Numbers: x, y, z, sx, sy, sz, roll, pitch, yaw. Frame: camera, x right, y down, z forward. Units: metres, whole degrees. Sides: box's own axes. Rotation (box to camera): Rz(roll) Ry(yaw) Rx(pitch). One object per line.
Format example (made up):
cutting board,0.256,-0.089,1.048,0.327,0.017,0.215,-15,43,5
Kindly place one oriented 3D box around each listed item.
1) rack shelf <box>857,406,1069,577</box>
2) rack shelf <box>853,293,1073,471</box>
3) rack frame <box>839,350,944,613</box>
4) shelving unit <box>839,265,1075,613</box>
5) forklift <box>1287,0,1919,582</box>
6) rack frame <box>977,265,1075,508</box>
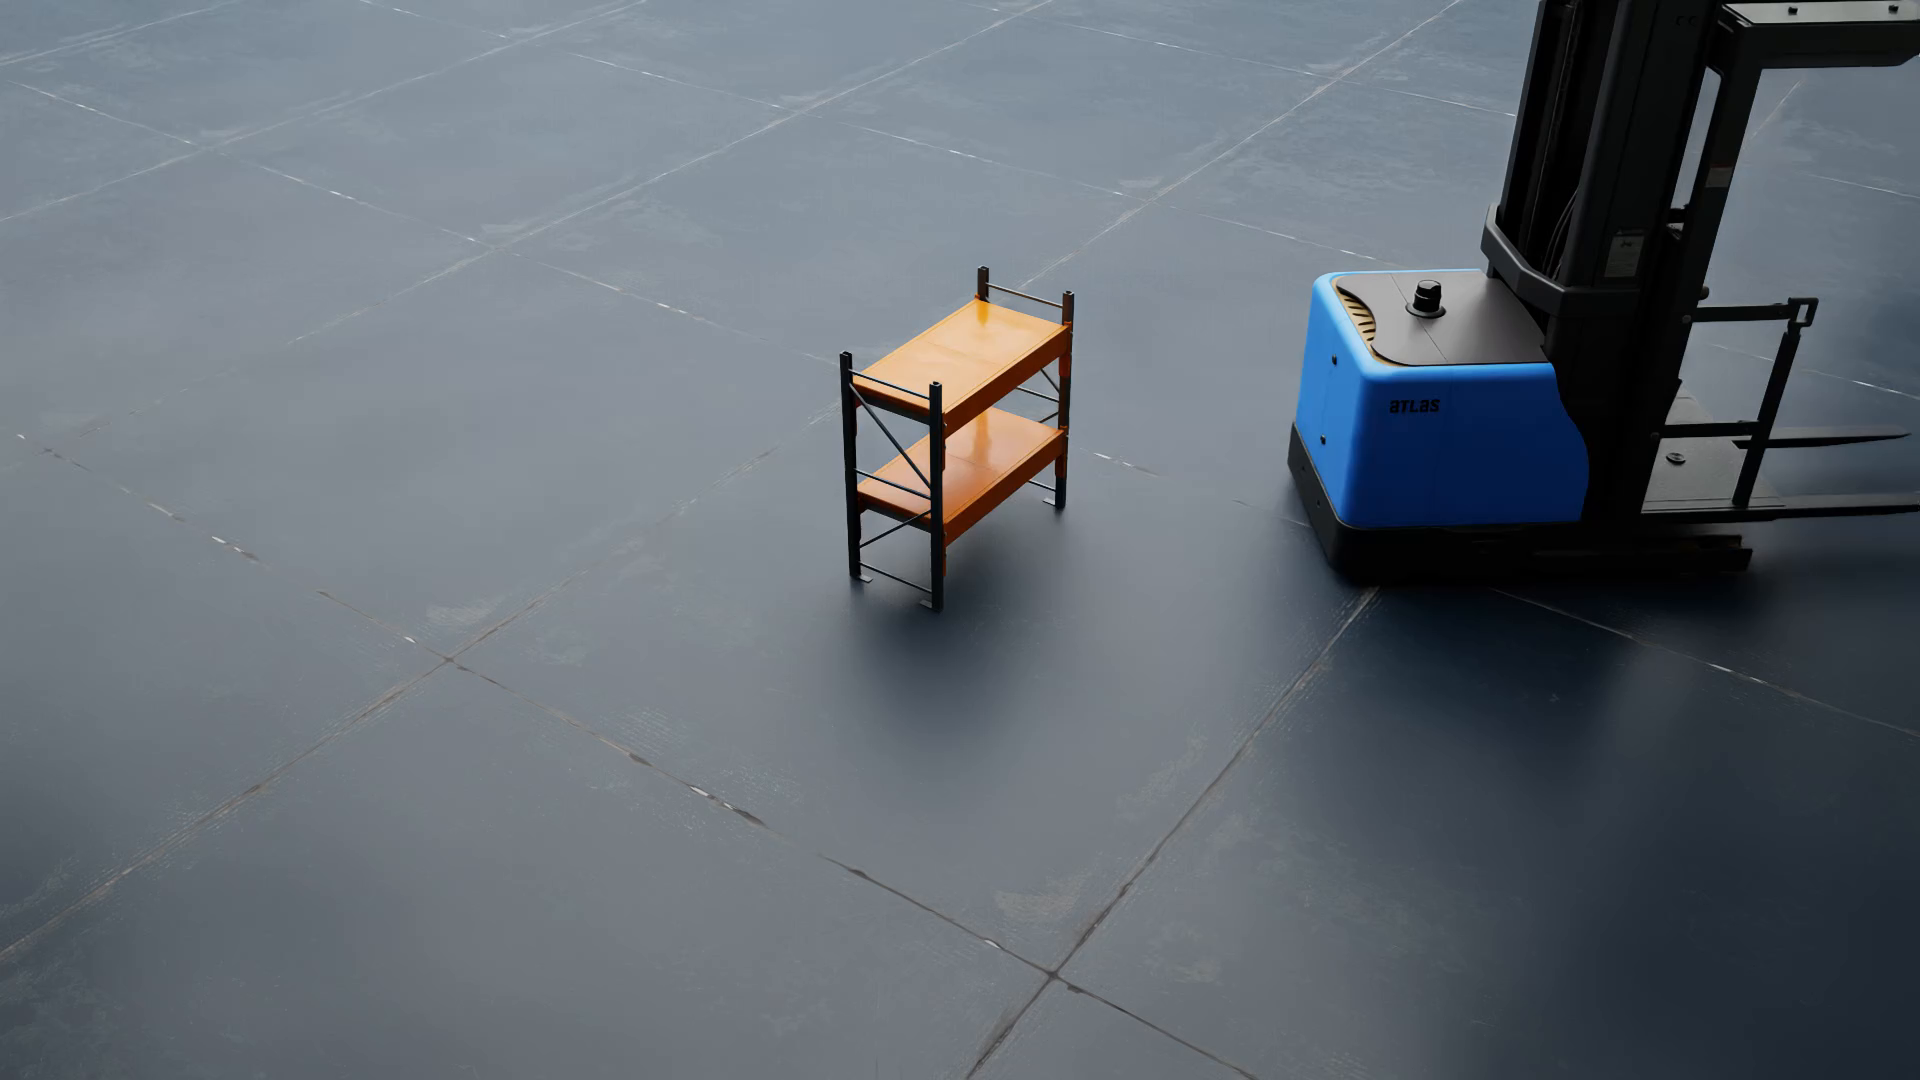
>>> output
rack shelf,0.004,-0.267,7.576,0.538,0.278,1.000,21,39,28
rack shelf,0.004,-0.712,7.276,0.538,0.278,1.000,21,39,28
rack frame,-0.286,-0.235,7.094,0.500,1.125,0.032,21,39,28
shelving unit,0.004,-0.469,7.439,0.538,1.125,1.048,21,39,28
forklift,3.147,-1.341,7.117,3.031,2.935,1.130,-2,34,-3
rack frame,0.294,-0.703,7.785,0.500,1.125,0.032,21,39,28
